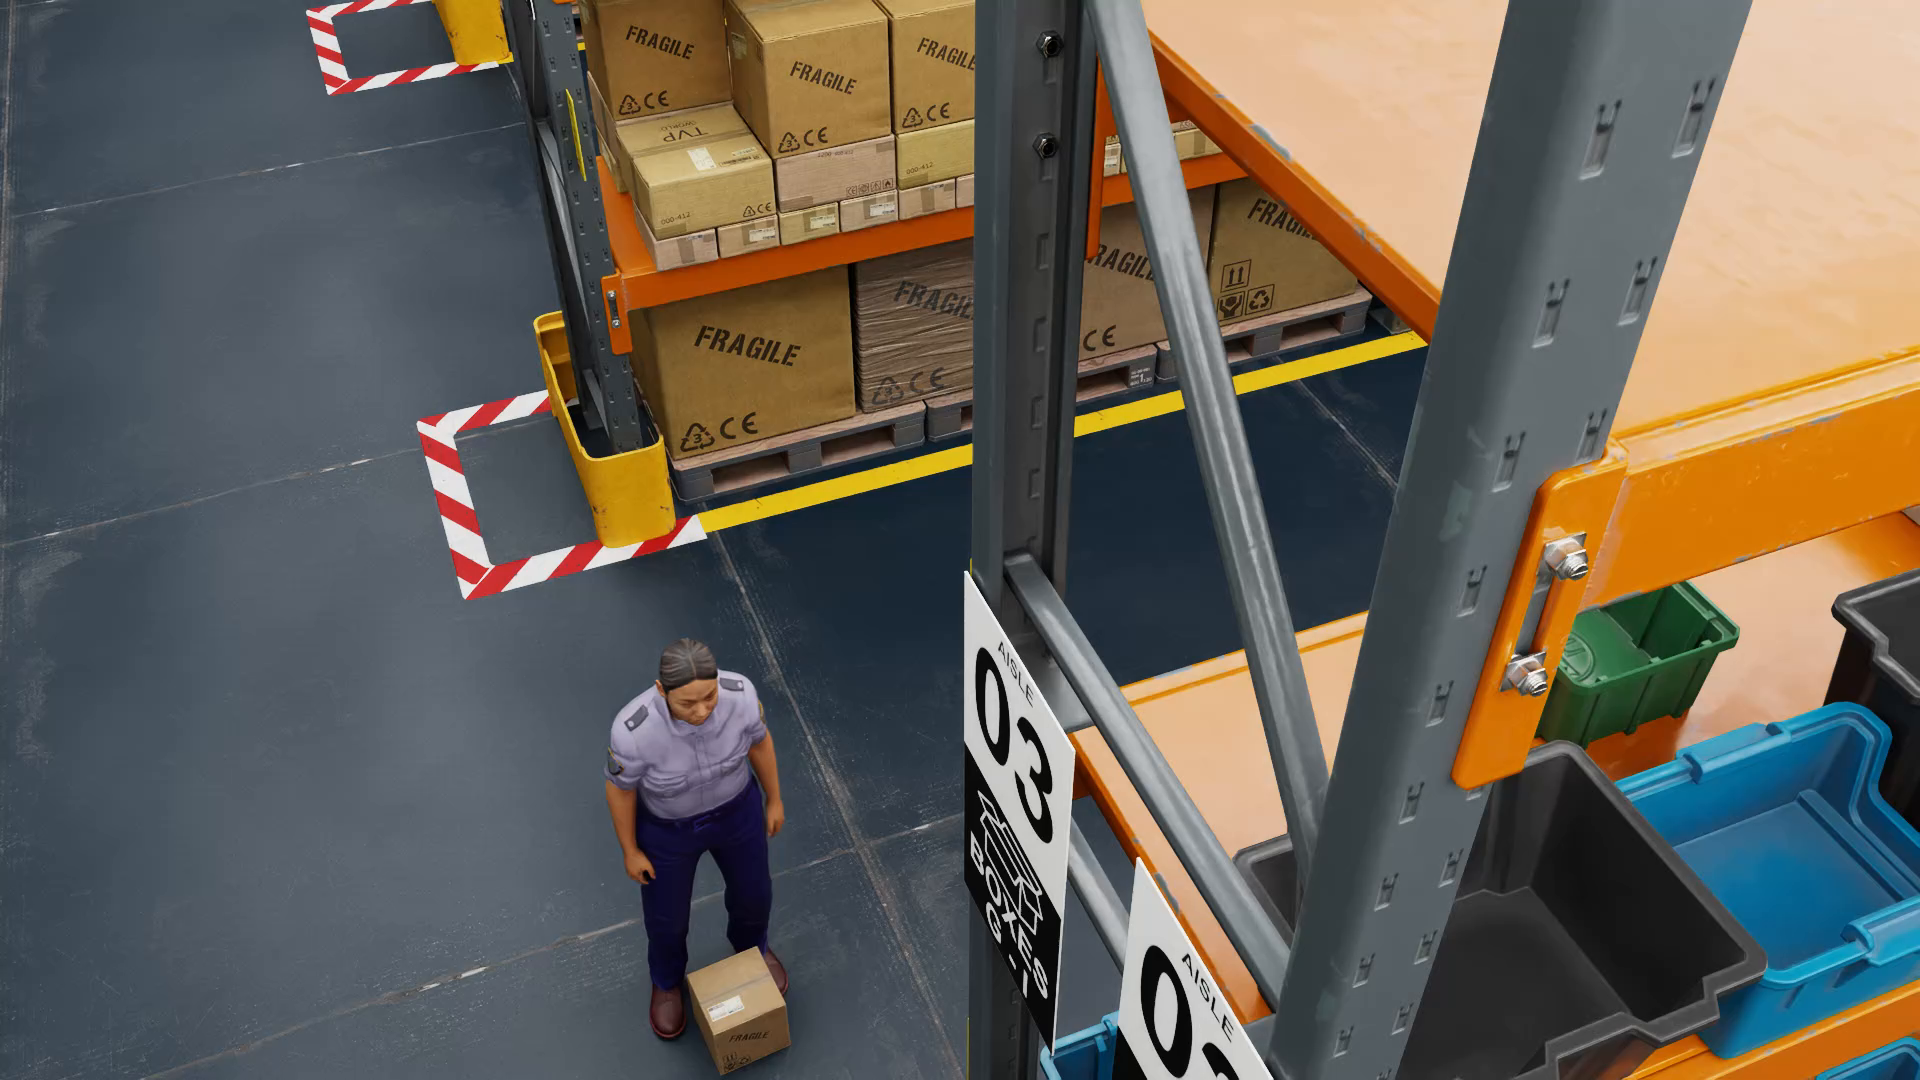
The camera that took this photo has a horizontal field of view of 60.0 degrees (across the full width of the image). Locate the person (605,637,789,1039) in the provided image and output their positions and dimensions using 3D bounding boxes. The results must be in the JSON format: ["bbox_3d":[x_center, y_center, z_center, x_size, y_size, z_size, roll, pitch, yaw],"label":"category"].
[{"bbox_3d":[-0.821,0.885,5.182,0.564,1.652,0.369,-18,45,-19],"label":"person"}]
